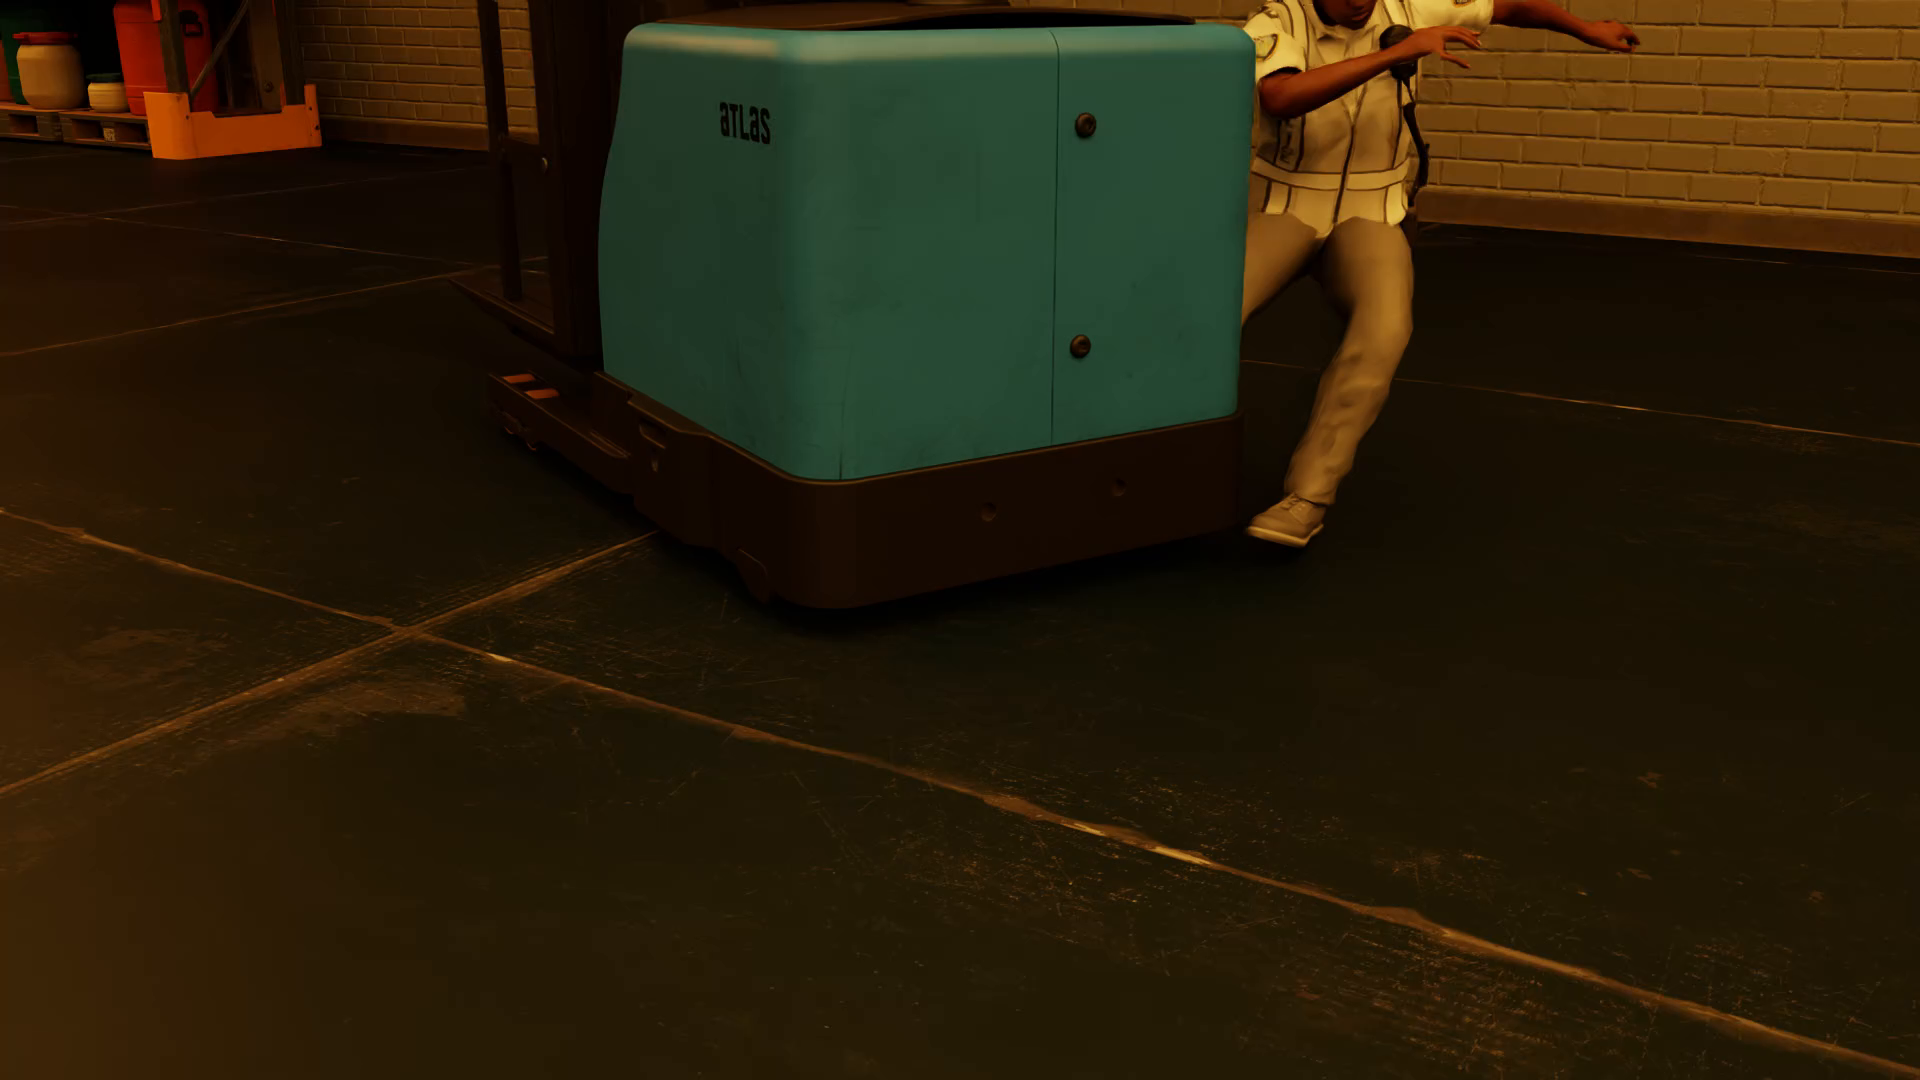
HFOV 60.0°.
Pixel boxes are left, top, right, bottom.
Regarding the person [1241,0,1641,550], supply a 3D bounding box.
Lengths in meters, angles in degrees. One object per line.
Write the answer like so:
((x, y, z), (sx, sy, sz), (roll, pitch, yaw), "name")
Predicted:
((0.945, -0.676, 3.594), (1.224, 1.366, 0.803), (0, 19, 1), "person")

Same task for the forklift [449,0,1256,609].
((-0.605, -1.683, 4.016), (1.130, 2.935, 3.031), (-11, 22, -29), "forklift")
